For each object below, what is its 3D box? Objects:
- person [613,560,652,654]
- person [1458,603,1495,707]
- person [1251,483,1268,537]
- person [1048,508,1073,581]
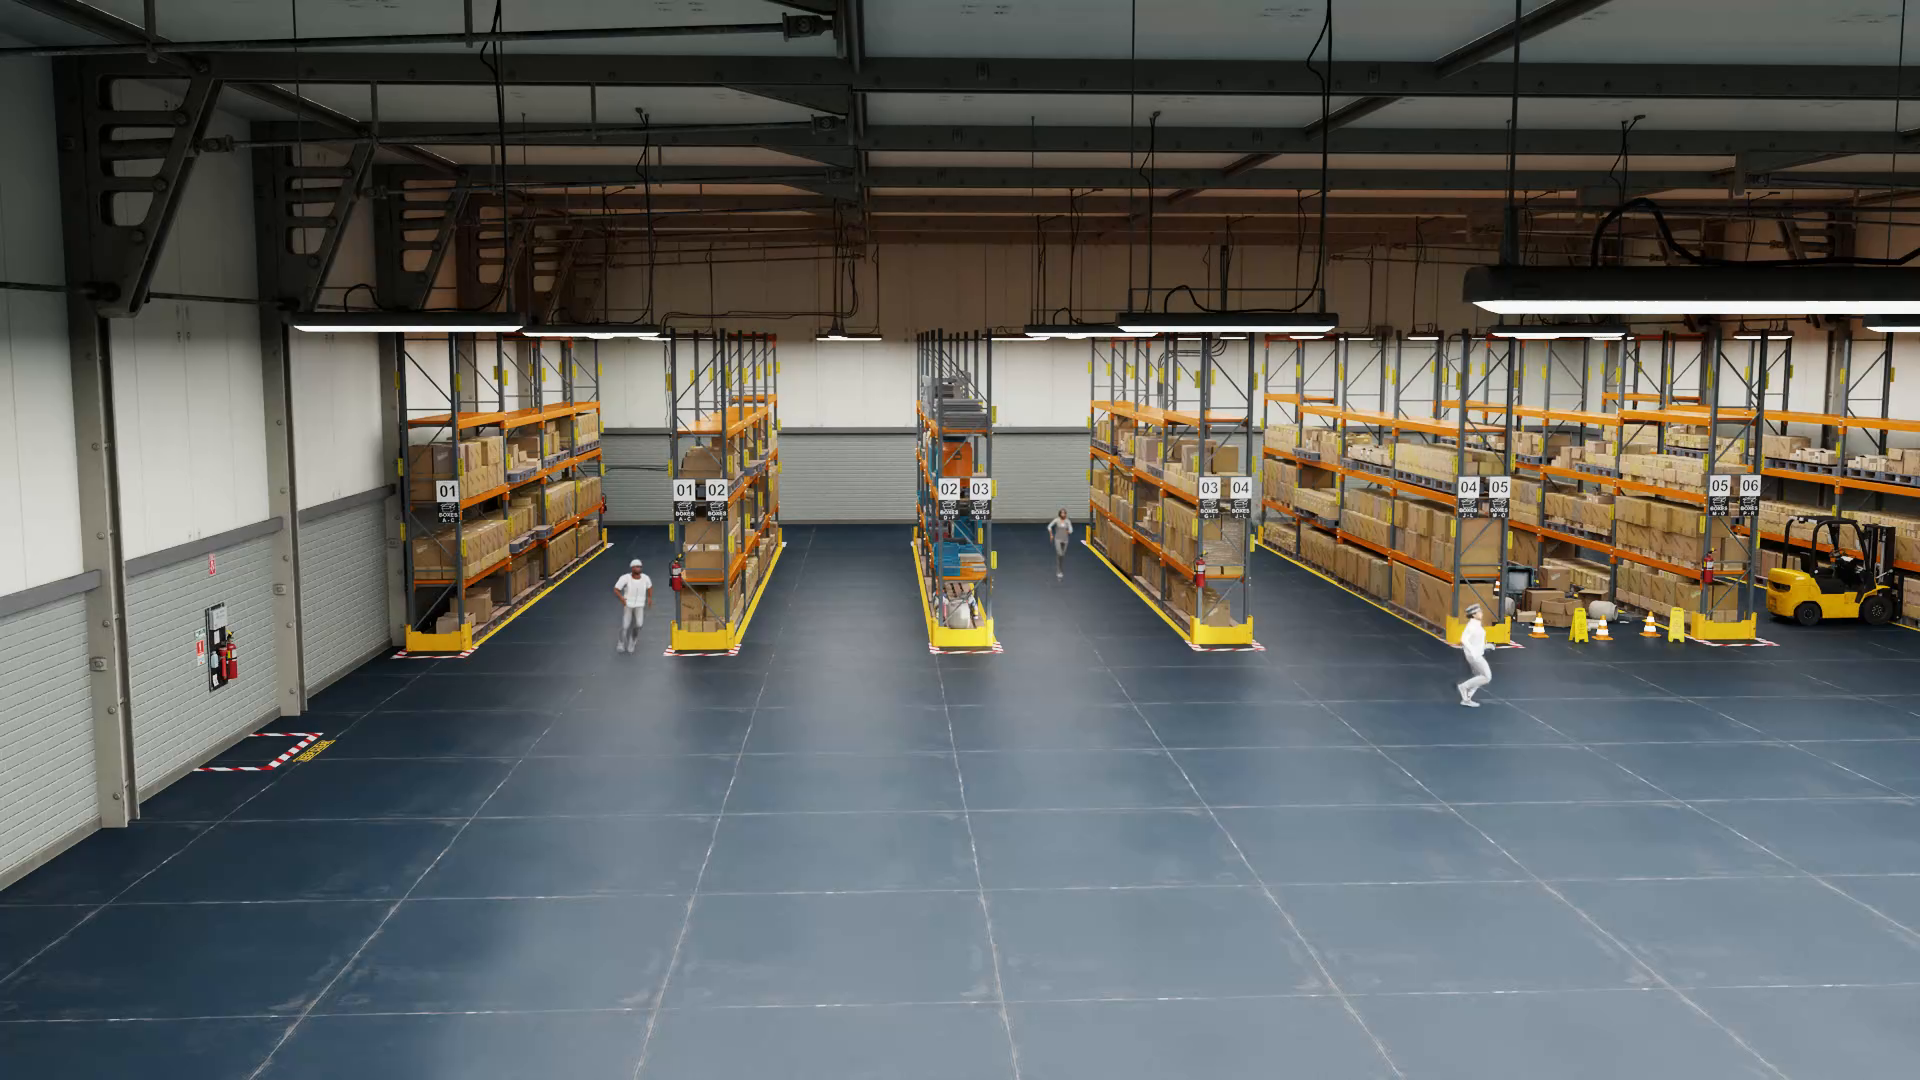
[{"bbox_3d":[-6.057,1.230,30.938,0.766,1.738,0.631,-3,7,-22],"label":"person"},{"bbox_3d":[8.176,1.816,26.247,0.517,1.656,0.608,2,7,19],"label":"person"},{"bbox_3d":[8.952,-0.878,49.176,0.669,1.670,0.626,2,7,19],"label":"person"},{"bbox_3d":[2.359,0.102,38.669,0.516,1.654,0.646,-2,7,-16],"label":"person"}]
